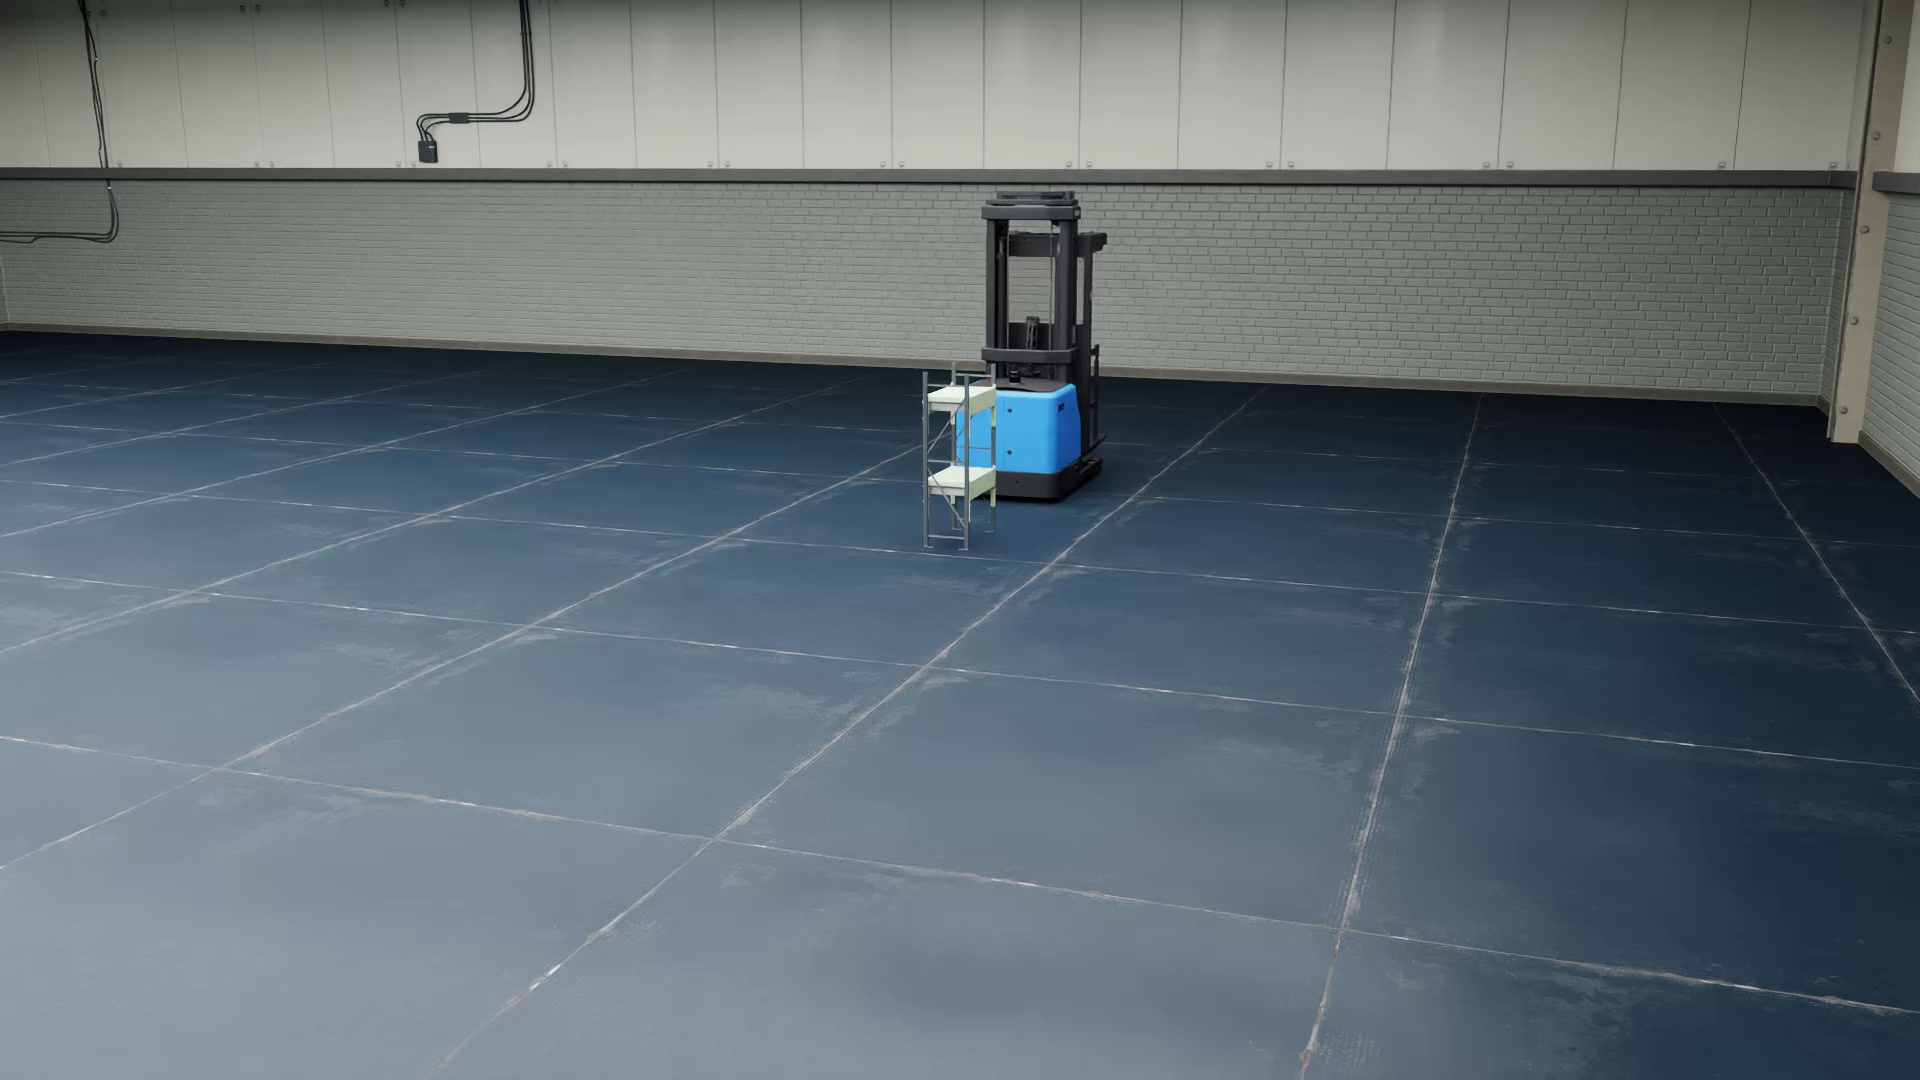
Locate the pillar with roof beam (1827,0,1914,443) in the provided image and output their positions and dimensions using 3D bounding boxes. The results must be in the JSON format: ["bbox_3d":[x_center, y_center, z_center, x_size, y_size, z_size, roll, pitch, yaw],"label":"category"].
[{"bbox_3d":[6.378,-5.879,20.023,9.100,9.000,0.400,4,14,18],"label":"pillar with roof beam"}]

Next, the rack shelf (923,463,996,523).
[{"bbox_3d":[0.002,-0.415,14.400,0.431,0.370,0.720,4,14,18],"label":"rack shelf"}]

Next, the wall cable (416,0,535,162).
[{"bbox_3d":[-8.172,-9.333,27.515,2.305,6.003,0.169,4,14,18],"label":"wall cable"}]

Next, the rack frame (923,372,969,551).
[{"bbox_3d":[-0.116,-0.656,13.990,0.400,1.500,0.023,4,14,18],"label":"rack frame"}]

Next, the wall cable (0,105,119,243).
[{"bbox_3d":[-17.150,-6.848,31.248,3.097,2.526,0.112,4,14,18],"label":"wall cable"}]

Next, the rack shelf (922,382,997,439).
[{"bbox_3d":[0.002,-1.113,14.240,0.431,0.370,0.720,4,14,18],"label":"rack shelf"}]

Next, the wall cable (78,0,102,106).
[{"bbox_3d":[-14.590,-9.116,29.832,3.097,2.526,0.112,4,14,18],"label":"wall cable"}]

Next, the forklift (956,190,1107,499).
[{"bbox_3d":[0.871,-2.108,17.135,1.130,2.935,3.031,4,13,17],"label":"forklift"}]

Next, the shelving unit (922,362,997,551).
[{"bbox_3d":[0.002,-0.733,14.327,0.431,1.500,0.755,4,14,18],"label":"shelving unit"}]

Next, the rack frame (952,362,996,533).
[{"bbox_3d":[0.121,-0.810,14.665,0.400,1.500,0.023,4,14,18],"label":"rack frame"}]
